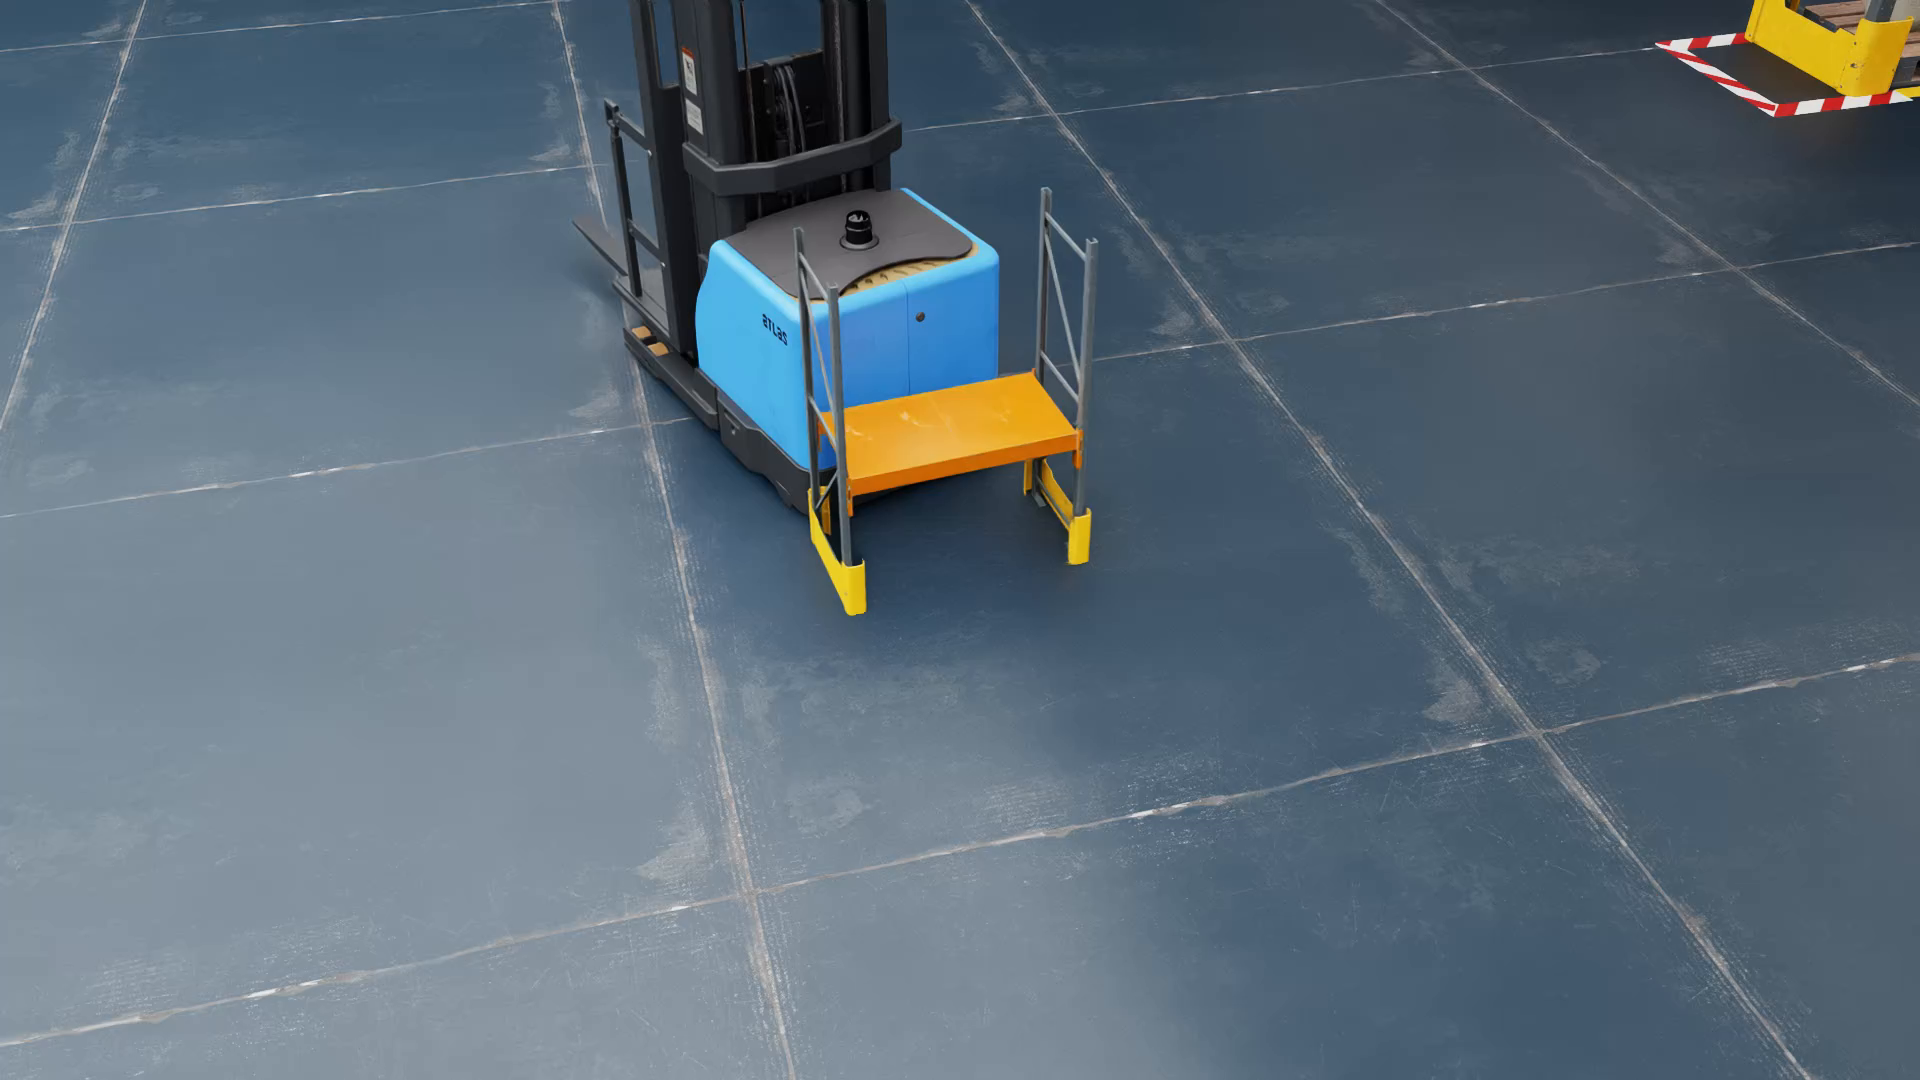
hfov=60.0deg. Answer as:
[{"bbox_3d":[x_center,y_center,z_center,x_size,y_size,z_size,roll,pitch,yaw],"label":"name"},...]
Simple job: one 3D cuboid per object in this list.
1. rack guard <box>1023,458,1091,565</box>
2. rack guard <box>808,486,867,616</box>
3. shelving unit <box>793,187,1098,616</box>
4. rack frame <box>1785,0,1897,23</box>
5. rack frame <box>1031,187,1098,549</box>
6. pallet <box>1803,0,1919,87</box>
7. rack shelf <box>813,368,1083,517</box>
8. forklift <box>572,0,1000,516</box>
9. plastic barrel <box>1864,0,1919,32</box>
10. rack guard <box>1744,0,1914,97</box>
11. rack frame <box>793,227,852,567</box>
[{"bbox_3d":[0.419,-0.165,7.260,0.087,0.250,0.587,-12,39,-16],"label":"rack guard"},{"bbox_3d":[-0.518,0.041,6.991,0.087,0.250,0.587,-12,39,-16],"label":"rack guard"},{"bbox_3d":[-0.049,-0.559,6.746,1.083,1.500,0.587,-12,39,-16],"label":"shelving unit"},{"bbox_3d":[5.893,-4.477,10.633,0.127,3.000,1.000,-9,38,-12],"label":"rack frame"},{"bbox_3d":[0.420,-0.662,6.881,0.032,1.500,0.500,-12,39,-16],"label":"rack frame"},{"bbox_3d":[6.740,-3.534,11.697,1.213,0.211,1.003,-9,38,-12],"label":"pallet"},{"bbox_3d":[-0.058,-0.414,6.853,1.000,0.185,0.538,-12,39,-16],"label":"rack shelf"},{"bbox_3d":[-1.044,-2.127,7.618,1.130,2.935,3.031,-22,42,-26],"label":"forklift"},{"bbox_3d":[6.508,-3.804,11.457,0.421,0.512,0.421,0,37,0],"label":"plastic barrel"},{"bbox_3d":[5.954,-3.523,11.445,0.348,0.500,1.175,-9,38,-12],"label":"rack guard"},{"bbox_3d":[-0.536,-0.452,6.606,0.032,1.500,0.500,-12,39,-16],"label":"rack frame"}]
